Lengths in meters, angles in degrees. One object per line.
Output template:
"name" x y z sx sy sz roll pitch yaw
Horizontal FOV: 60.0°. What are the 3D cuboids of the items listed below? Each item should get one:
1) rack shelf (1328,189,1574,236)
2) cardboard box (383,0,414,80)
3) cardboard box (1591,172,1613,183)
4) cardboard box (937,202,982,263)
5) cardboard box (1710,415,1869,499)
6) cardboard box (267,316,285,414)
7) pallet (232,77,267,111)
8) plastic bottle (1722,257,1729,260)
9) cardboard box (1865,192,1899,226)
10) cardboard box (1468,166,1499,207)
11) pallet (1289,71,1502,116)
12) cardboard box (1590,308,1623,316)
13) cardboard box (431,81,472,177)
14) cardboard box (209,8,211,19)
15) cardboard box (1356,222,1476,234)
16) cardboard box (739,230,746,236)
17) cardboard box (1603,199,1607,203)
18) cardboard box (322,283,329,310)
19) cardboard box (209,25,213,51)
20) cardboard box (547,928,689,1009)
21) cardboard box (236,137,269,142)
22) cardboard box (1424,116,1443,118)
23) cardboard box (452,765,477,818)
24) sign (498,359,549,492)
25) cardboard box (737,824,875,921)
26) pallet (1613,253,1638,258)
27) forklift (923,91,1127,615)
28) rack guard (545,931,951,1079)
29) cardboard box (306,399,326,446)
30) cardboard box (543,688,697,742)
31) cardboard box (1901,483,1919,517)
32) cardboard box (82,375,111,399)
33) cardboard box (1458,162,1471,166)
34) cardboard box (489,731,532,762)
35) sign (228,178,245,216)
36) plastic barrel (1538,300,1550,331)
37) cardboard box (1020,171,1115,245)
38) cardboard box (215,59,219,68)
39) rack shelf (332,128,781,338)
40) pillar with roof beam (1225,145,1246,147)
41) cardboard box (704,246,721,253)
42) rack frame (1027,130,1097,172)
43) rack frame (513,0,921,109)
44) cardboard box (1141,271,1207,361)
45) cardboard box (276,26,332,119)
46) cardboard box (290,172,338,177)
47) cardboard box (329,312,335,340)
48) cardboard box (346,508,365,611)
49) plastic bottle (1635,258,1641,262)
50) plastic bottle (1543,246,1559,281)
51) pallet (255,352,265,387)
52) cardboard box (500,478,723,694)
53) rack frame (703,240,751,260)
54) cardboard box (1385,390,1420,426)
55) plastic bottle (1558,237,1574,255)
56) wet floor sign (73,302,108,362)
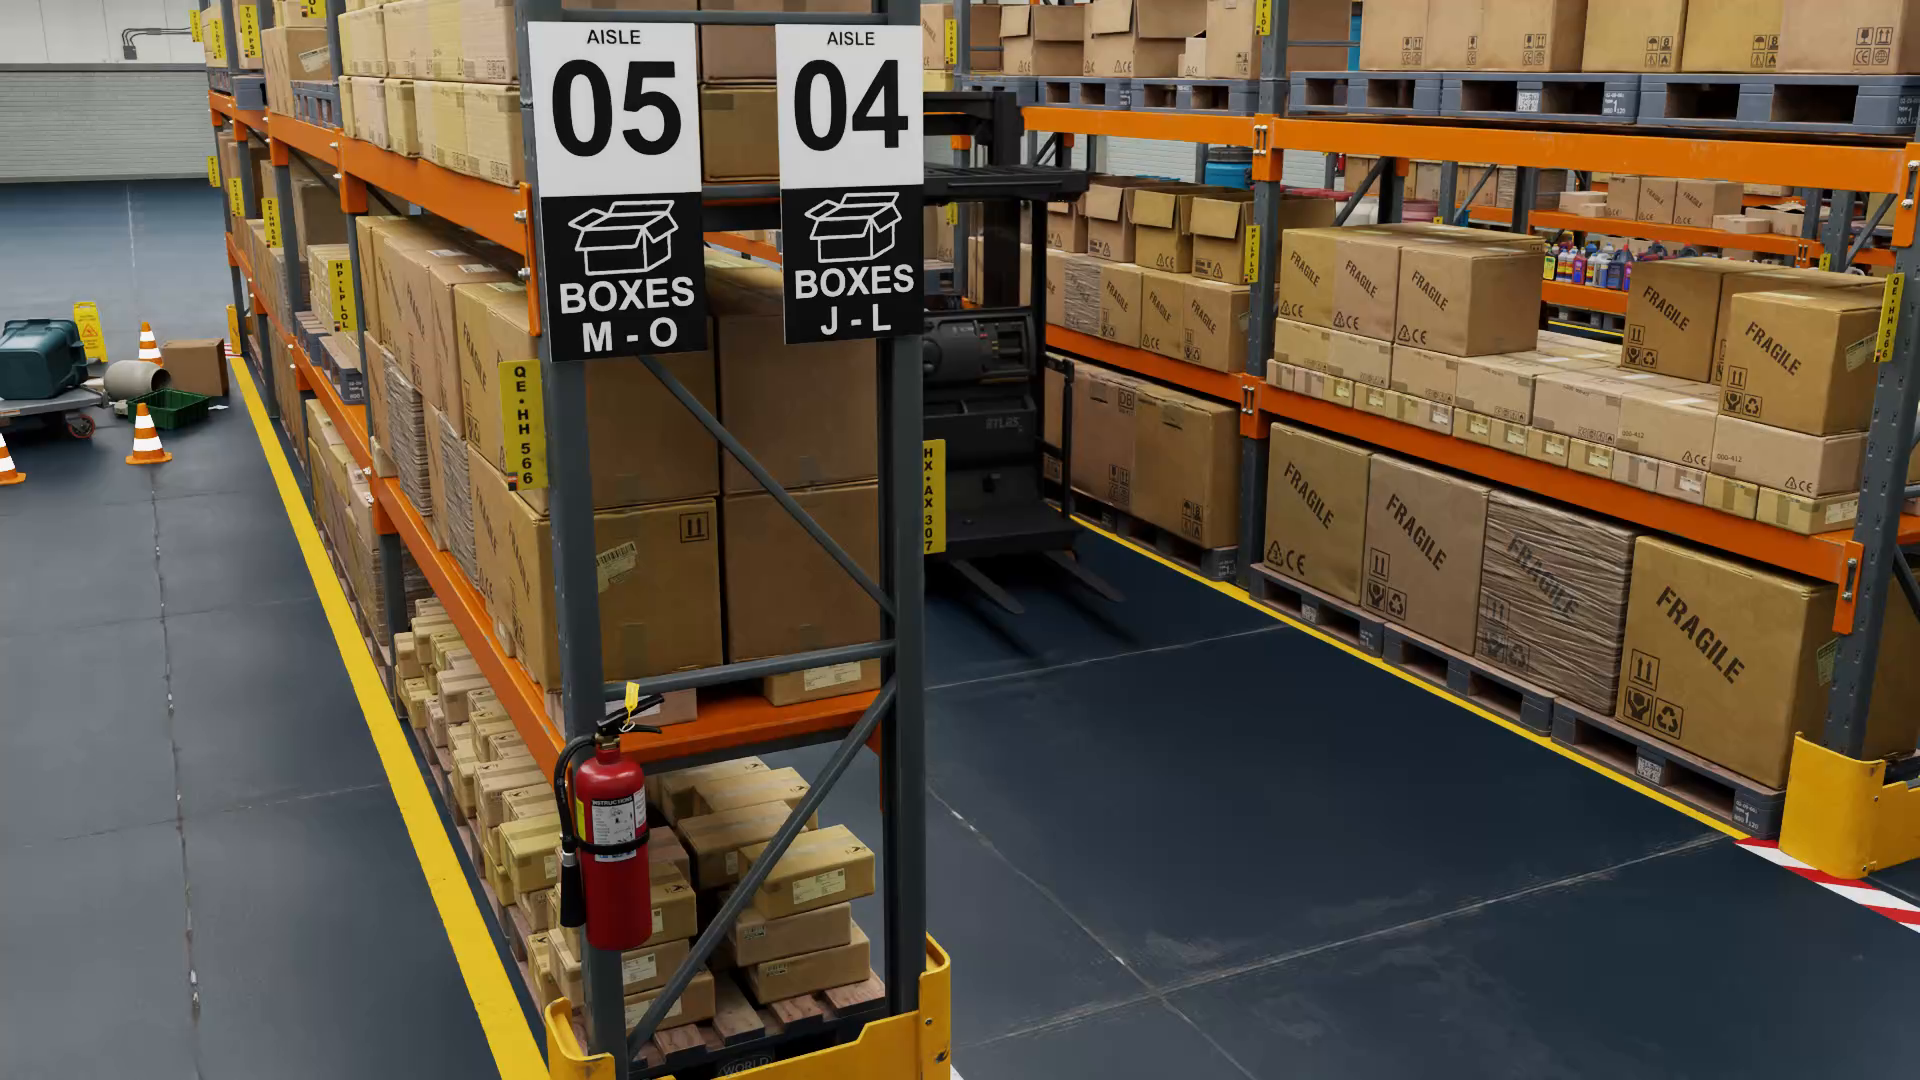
"rack shelf" 6.702 -4.533 22.913 1.077 0.370 4.000 -8 18 -25
"cardboard box" -1.663 -1.711 5.702 0.500 0.250 0.500 -9 18 -27
"cardboard box" 10.205 -5.752 26.094 0.500 0.250 0.500 -8 18 -27
"cardboard box" 0.151 -2.574 13.839 0.500 0.500 0.500 -10 19 -32
"cardboard box" 3.477 -0.370 6.836 0.500 0.250 0.500 -8 18 -26
"cardboard box" -5.479 -1.590 14.670 1.050 0.750 0.750 -8 18 -25
"pallet" -4.409 -3.125 11.606 1.213 0.211 1.003 -7 17 -22
"plastic bottle" 6.261 -2.190 13.669 0.152 0.276 0.135 -8 18 -25
"cardboard box" 9.707 -3.498 17.061 0.500 0.500 0.700 15 22 42
"cardboard box" 7.141 -4.670 21.906 0.700 0.500 0.500 -8 18 -25
"pallet" 2.525 -2.398 8.892 1.003 0.211 1.213 -8 18 -25
"cardboard box" 7.984 -2.878 20.066 0.500 0.250 0.500 -8 18 -27
"cardboard box" -1.242 -1.213 4.874 0.500 0.250 0.500 -8 18 -25
"cardboard box" -6.944 -4.995 15.849 0.380 0.149 0.250 -7 18 -24
"cardboard box" 2.618 -1.553 9.597 0.500 0.500 0.500 -7 17 -23
"cardboard box" -2.190 -3.400 18.115 0.380 0.149 0.250 -8 18 -25
"cardboard box" 8.128 -4.123 20.422 0.396 0.266 0.258 -8 18 -26
"cardboard box" -3.697 -1.505 10.213 0.380 0.149 0.250 -8 18 -25
"cardboard box" -6.939 -4.841 16.034 0.500 0.250 0.500 -8 18 -25
"cardboard box" -1.063 1.292 5.178 0.380 0.149 0.250 -8 18 -26
"cardboard box" -6.660 -3.703 16.485 0.875 0.550 0.500 -8 18 -25
"cardboard box" 6.718 -5.537 22.575 0.700 0.500 0.500 -8 18 -25
"cardboard box" -1.851 0.986 6.785 0.380 0.149 0.250 -8 18 -26
"sign" -1.082 -0.283 4.128 0.100 0.325 0.005 -8 18 -25
"cardboard box" -0.499 1.075 5.397 0.380 0.149 0.250 -9 18 -27
"pallet" 10.634 -4.409 26.233 1.003 0.211 1.213 -8 18 -25
"forklift" 0.104 -1.217 10.177 1.130 2.935 3.031 -6 17 -19
"rack guard" -0.608 1.546 4.958 1.175 0.500 0.348 -8 18 -25
"cardboard box" -3.995 -0.781 10.946 0.500 0.250 0.500 -9 18 -27
"cardboard box" -0.972 0.437 4.745 0.380 0.149 0.250 -8 18 -25
"cardboard box" 4.069 -0.218 7.029 0.380 0.149 0.250 -7 18 -24
"cardboard box" -8.241 -1.502 16.003 0.396 0.266 0.258 -5 17 -15
"cardboard box" 6.822 -5.037 22.007 0.380 0.149 0.250 -8 18 -25
"cardboard box" -1.561 0.816 6.297 0.380 0.149 0.250 -8 18 -27
"sign" -6.330 -2.999 14.551 0.100 0.325 0.005 -8 18 -25
"plastic barrel" 5.105 -1.833 15.373 0.600 0.830 0.708 -8 18 -25
"cardboard box" 0.729 -2.542 12.671 0.797 0.503 0.637 -7 17 -23
"cardboard box" -6.838 -4.551 15.746 0.380 0.149 0.250 -8 18 -25
"rack shelf" -1.451 -1.229 5.961 1.077 0.370 4.000 -8 18 -25
"pillar with roof beam" 2.234 -11.244 34.119 9.100 9.000 0.400 -8 18 -25
"cardboard box" -1.194 -0.834 6.186 0.500 0.500 0.500 -8 18 -27
"rack frame" 1.371 -4.777 22.459 1.000 3.000 0.127 -8 18 -25
"rack frame" -0.575 -2.521 3.720 1.000 3.000 0.127 -8 18 -25
"cardboard box" 1.515 -1.458 10.711 0.500 0.500 0.500 -7 17 -23
"cardboard box" -3.619 -2.690 9.568 0.500 0.500 0.500 -8 18 -25
"cardboard box" -4.717 -2.514 12.579 0.700 0.500 0.500 -8 18 -26
"cardboard box" -3.591 -1.301 10.039 0.380 0.149 0.250 -7 17 -23
"cardboard box" -3.102 0.091 9.268 0.500 0.500 0.500 -8 18 -26
"plastic bottle" 5.544 -2.171 13.611 0.097 0.271 0.097 0 16 0
"plastic bottle" 5.096 -2.380 14.319 0.061 0.283 0.133 -8 18 -25
"pallet" -6.633 -1.773 17.047 1.003 0.211 1.213 -8 18 -25
"cardboard box" -1.003 0.092 4.773 0.500 0.500 0.500 -7 18 -24
"rack frame" -3.081 -4.179 20.374 1.000 3.000 0.127 -8 18 -25
"cardboard box" 2.466 -0.710 8.742 0.380 0.149 0.250 -8 18 -26
"plastic bottle" 5.538 -2.631 15.194 0.061 0.283 0.133 -8 18 -25
"wet floor sign" -9.377 -2.241 17.888 0.267 0.644 0.232 -11 20 -34
